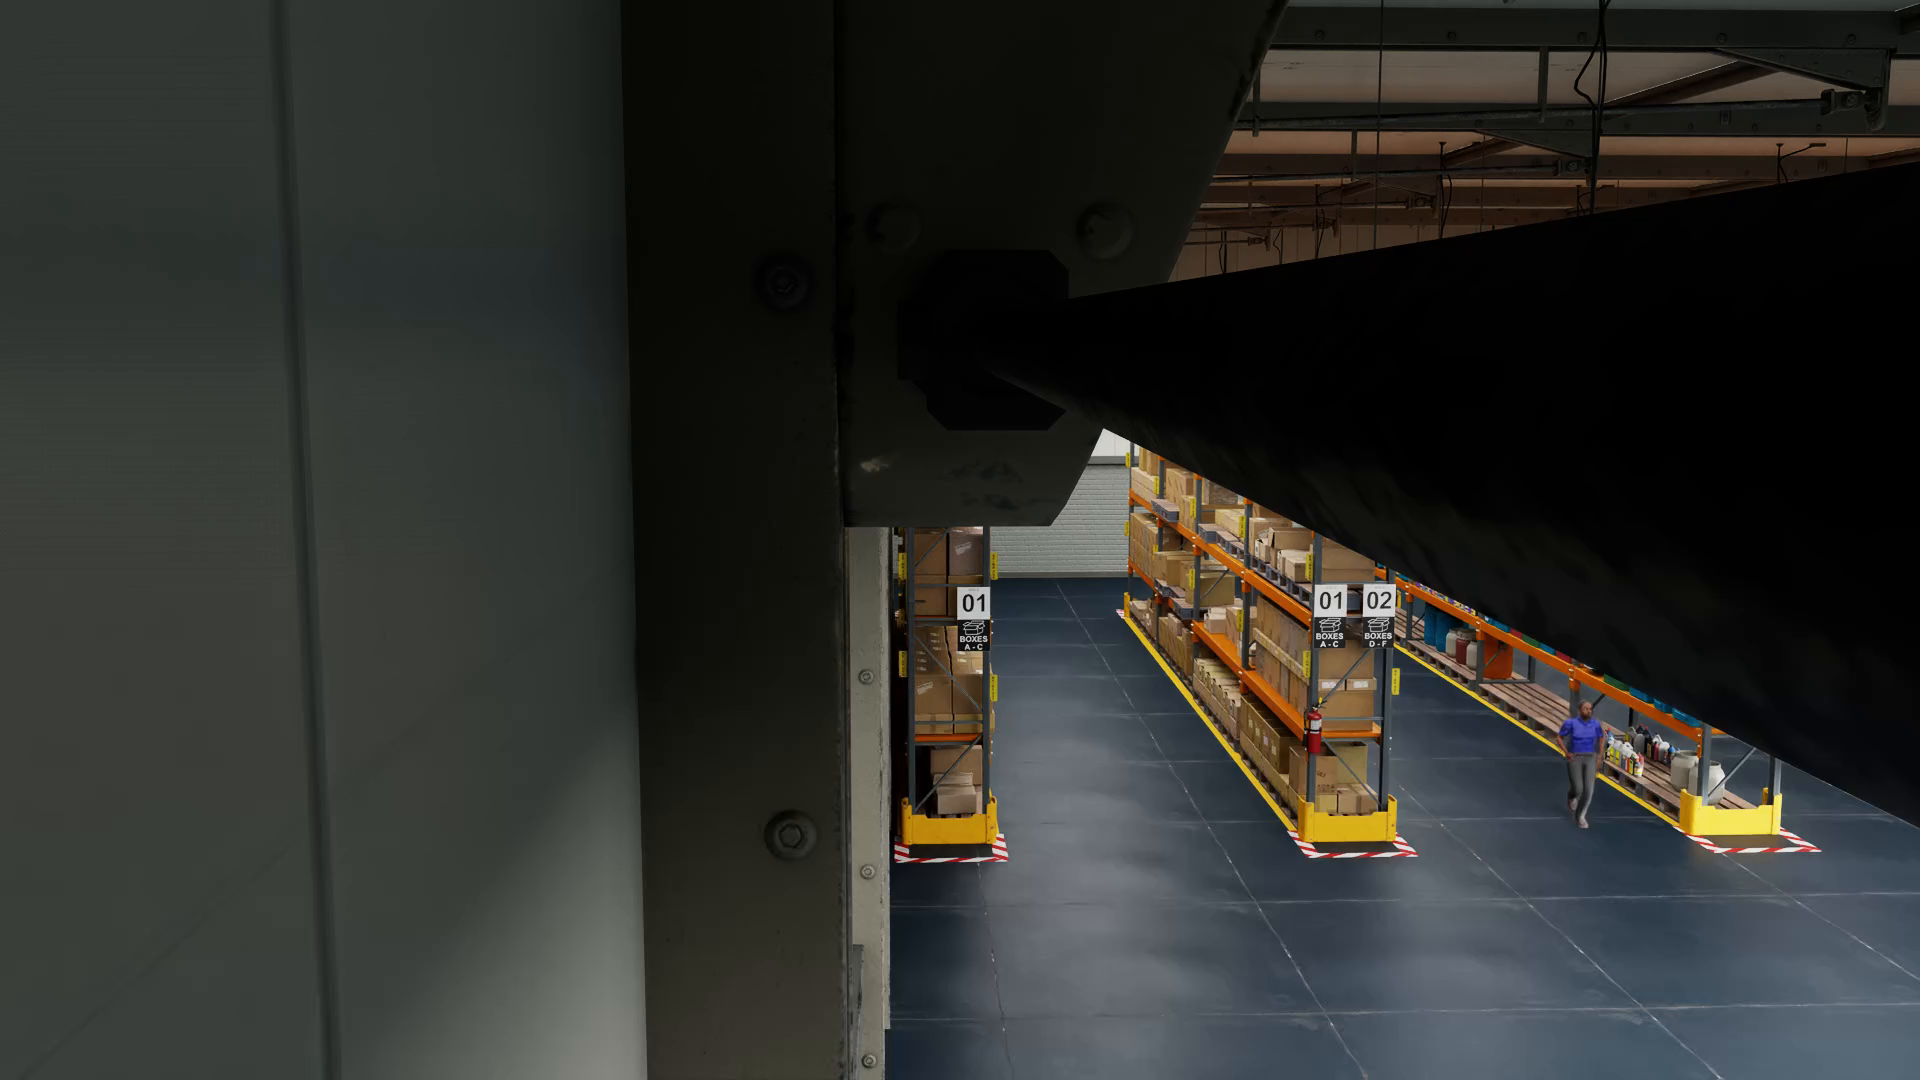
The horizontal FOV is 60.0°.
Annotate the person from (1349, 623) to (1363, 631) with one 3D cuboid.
[{"bbox_3d":[6.785,1.806,28.283,0.704,1.761,1.065,-1,7,-10],"label":"person"}]

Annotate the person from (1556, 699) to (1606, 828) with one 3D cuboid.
[{"bbox_3d":[7.934,2.831,21.253,0.609,1.627,0.523,1,7,6],"label":"person"}]
